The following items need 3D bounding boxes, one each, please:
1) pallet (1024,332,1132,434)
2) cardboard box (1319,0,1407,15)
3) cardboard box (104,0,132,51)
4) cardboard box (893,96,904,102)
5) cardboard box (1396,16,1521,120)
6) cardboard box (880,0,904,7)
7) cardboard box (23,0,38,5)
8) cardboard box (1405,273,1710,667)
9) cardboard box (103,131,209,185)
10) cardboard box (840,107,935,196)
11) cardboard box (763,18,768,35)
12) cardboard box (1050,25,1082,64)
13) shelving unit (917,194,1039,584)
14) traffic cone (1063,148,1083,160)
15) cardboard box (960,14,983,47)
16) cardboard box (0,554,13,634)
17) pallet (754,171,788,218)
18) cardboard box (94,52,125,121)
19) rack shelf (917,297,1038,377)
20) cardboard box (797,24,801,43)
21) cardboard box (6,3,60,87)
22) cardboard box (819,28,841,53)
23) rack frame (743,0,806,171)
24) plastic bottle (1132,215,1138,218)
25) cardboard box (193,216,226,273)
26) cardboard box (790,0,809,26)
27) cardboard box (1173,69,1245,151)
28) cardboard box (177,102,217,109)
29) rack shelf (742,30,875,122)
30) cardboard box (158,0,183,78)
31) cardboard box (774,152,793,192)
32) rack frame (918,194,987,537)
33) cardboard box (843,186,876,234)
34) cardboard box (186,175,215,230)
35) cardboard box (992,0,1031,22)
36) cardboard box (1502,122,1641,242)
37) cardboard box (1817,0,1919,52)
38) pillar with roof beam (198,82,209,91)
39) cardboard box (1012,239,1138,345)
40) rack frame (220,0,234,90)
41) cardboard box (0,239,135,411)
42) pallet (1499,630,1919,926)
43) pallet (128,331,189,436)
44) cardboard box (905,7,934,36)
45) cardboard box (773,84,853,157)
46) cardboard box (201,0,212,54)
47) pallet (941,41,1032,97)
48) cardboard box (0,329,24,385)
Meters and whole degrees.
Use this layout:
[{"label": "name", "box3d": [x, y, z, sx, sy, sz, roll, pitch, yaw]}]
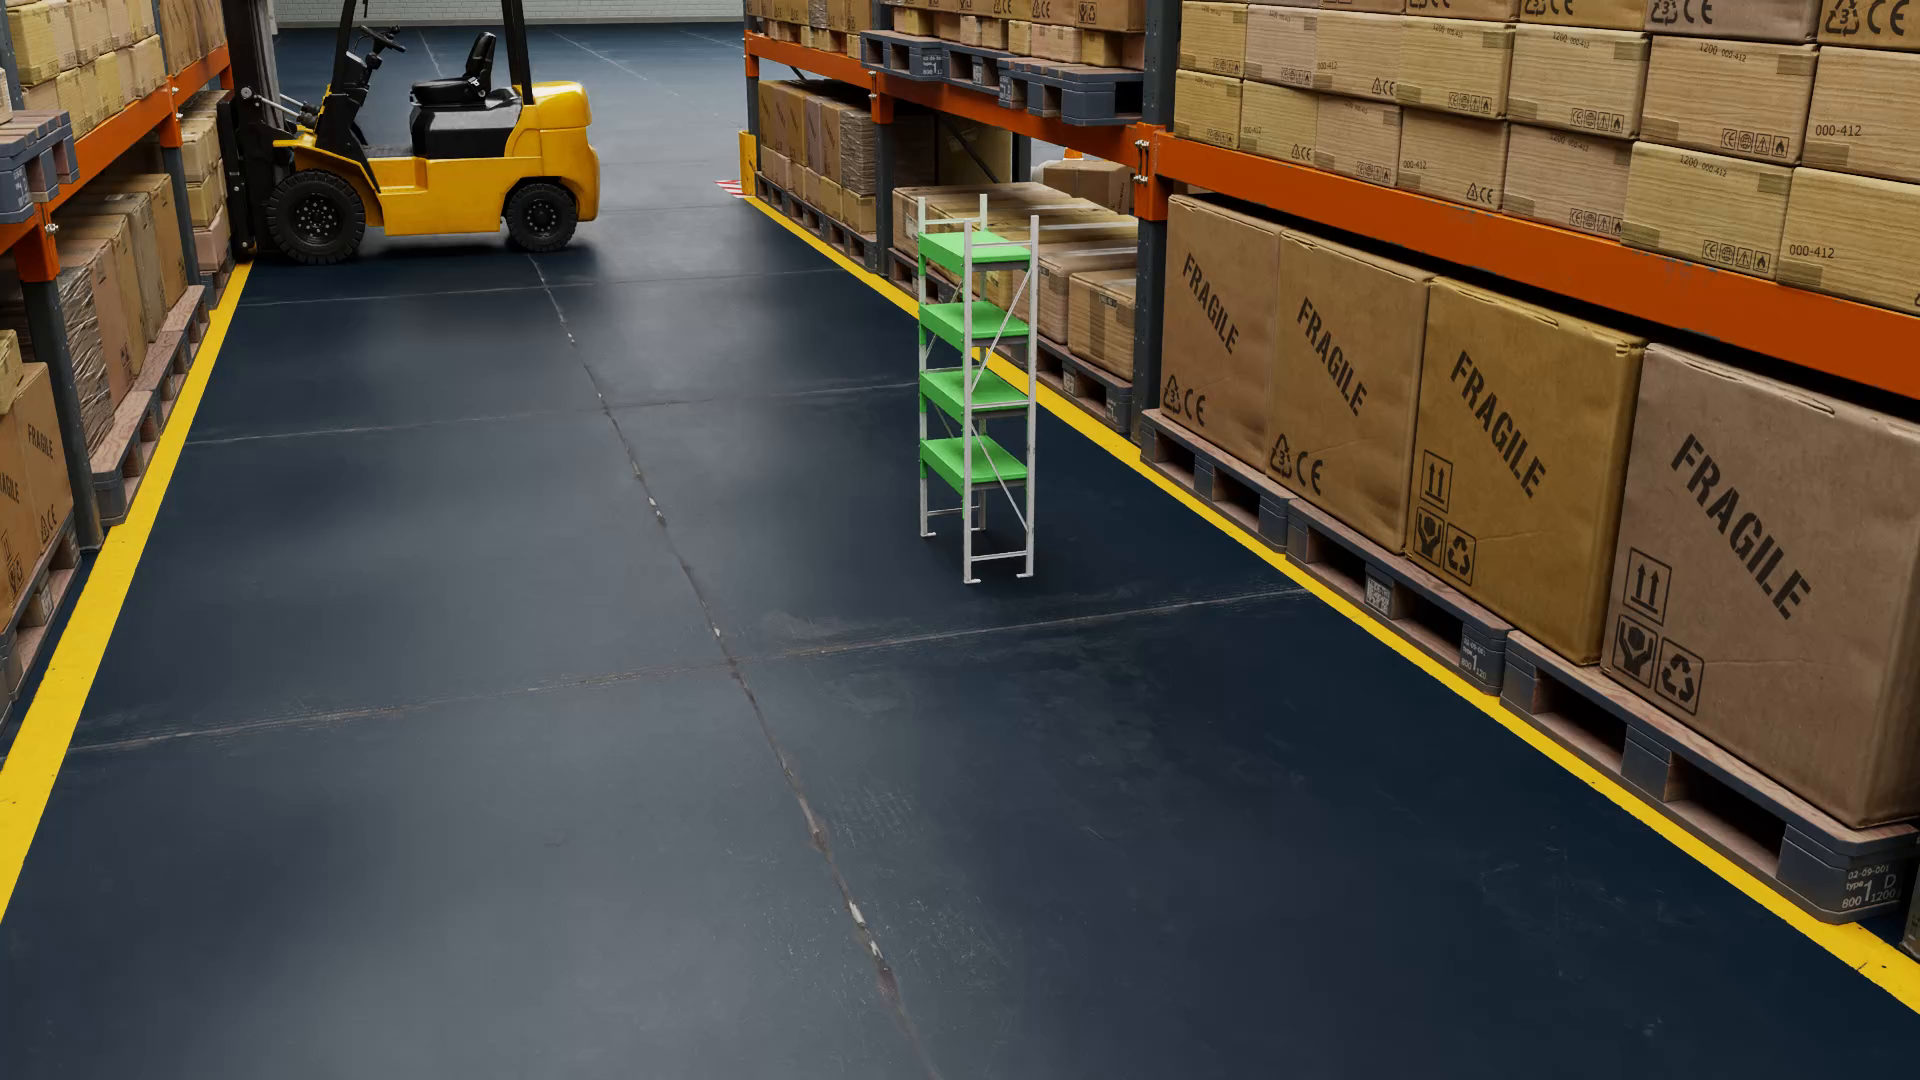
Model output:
[{"label": "pallet", "box3d": [0.973, -0.803, 7.840, 1.003, 0.211, 1.213, -6, 21, -17]}, {"label": "cardboard box", "box3d": [1.454, -1.872, 5.064, 0.500, 0.500, 0.500, -6, 21, -16]}, {"label": "cardboard box", "box3d": [-4.030, -2.325, 7.434, 0.500, 0.250, 0.500, -6, 21, -16]}, {"label": "cardboard box", "box3d": [-0.310, -2.960, 12.056, 0.500, 0.500, 0.500, -5, 20, -14]}, {"label": "cardboard box", "box3d": [1.596, -1.349, 4.717, 0.500, 0.250, 0.500, -6, 21, -16]}, {"label": "cardboard box", "box3d": [-0.165, -3.352, 9.602, 0.500, 0.500, 0.500, -6, 21, -16]}, {"label": "cardboard box", "box3d": [-3.399, -1.907, 5.682, 0.380, 0.149, 0.250, -6, 21, -16]}, {"label": "cardboard box", "box3d": [1.913, -0.258, 4.719, 0.875, 0.875, 0.875, -6, 21, -16]}, {"label": "cardboard box", "box3d": [-4.605, -2.182, 9.522, 0.500, 0.250, 0.500, -7, 21, -18]}, {"label": "cardboard box", "box3d": [-0.480, -2.566, 10.960, 0.500, 0.500, 0.500, -7, 21, -18]}, {"label": "cardboard box", "box3d": [-1.387, -4.182, 13.495, 0.380, 0.149, 0.250, -6, 21, -17]}, {"label": "cardboard box", "box3d": [0.617, -2.178, 7.294, 0.380, 0.149, 0.250, -7, 21, -18]}, {"label": "shelving unit", "box3d": [0.052, -0.512, 5.566, 0.258, 1.200, 0.503, -6, 21, -17]}, {"label": "traffic cone", "box3d": [1.010, -3.464, 14.876, 0.336, 0.463, 0.334, -6, 21, -17]}, {"label": "cardboard box", "box3d": [0.217, -2.595, 8.455, 0.380, 0.149, 0.250, -6, 20, -15]}, {"label": "cardboard box", "box3d": [-2.842, 0.085, 4.319, 0.500, 0.500, 0.500, -5, 20, -15]}, {"label": "pallet", "box3d": [-1.051, -2.830, 13.484, 1.003, 0.211, 1.213, -6, 21, -17]}, {"label": "cardboard box", "box3d": [-3.884, -1.927, 7.065, 0.500, 0.250, 0.500, -6, 21, -15]}, {"label": "rack shelf", "box3d": [0.052, -0.677, 5.506, 0.258, 0.148, 0.480, -6, 21, -17]}, {"label": "cardboard box", "box3d": [-0.998, -3.765, 12.333, 0.380, 0.149, 0.250, -6, 21, -15]}, {"label": "cardboard box", "box3d": [-3.377, -1.672, 5.615, 0.500, 0.250, 0.500, -6, 21, -17]}, {"label": "cardboard box", "box3d": [-0.752, -3.426, 11.390, 0.380, 0.149, 0.250, -7, 21, -18]}, {"label": "rack frame", "box3d": [-1.297, -4.432, 13.817, 1.000, 3.000, 0.127, -6, 21, -17]}, {"label": "plastic bottle", "box3d": [1.335, -2.378, 12.448, 0.133, 0.061, 0.283, -3, 20, -8]}, {"label": "cardboard box", "box3d": [-4.588, -1.713, 9.696, 0.500, 0.250, 0.500, -6, 21, -17]}, {"label": "cardboard box", "box3d": [-0.917, -3.946, 11.876, 0.500, 0.500, 0.500, -7, 21, -18]}, {"label": "cardboard box", "box3d": [1.133, -1.610, 6.183, 0.500, 0.250, 0.500, -7, 21, -18]}, {"label": "cardboard box", "box3d": [-5.233, -2.838, 11.349, 0.500, 0.250, 0.500, -6, 21, -17]}, {"label": "rack shelf", "box3d": [-0.668, -3.451, 12.152, 1.077, 0.370, 4.000, -6, 21, -17]}, {"label": "cardboard box", "box3d": [-4.642, -2.837, 9.229, 0.500, 0.500, 0.500, -7, 21, -19]}, {"label": "cardboard box", "box3d": [-1.153, -2.882, 12.950, 0.500, 0.250, 0.500, -6, 21, -15]}, {"label": "rack frame", "box3d": [-0.025, -0.590, 5.784, 0.240, 1.200, 0.015, -6, 21, -17]}, {"label": "cardboard box", "box3d": [-0.481, -2.213, 11.086, 0.500, 0.250, 0.500, -5, 20, -15]}, {"label": "cardboard box", "box3d": [-4.610, -1.946, 9.605, 0.500, 0.250, 0.500, -6, 21, -17]}, {"label": "cardboard box", "box3d": [0.478, -2.692, 7.765, 0.500, 0.500, 0.500, -8, 21, -21]}, {"label": "cardboard box", "box3d": [1.795, -0.955, 4.359, 0.500, 0.250, 0.500, -7, 21, -19]}, {"label": "cardboard box", "box3d": [2.096, -1.215, 3.235, 0.500, 0.500, 0.500, -6, 21, -15]}, {"label": "pillar with roof beam", "box3d": [-6.330, -10.716, 22.438, 9.100, 9.000, 0.400, -6, 21, -17]}, {"label": "cardboard box", "box3d": [0.810, -1.244, 8.208, 0.950, 0.372, 0.625, -7, 21, -18]}, {"label": "rack frame", "box3d": [-6.008, -3.903, 12.346, 1.000, 3.000, 0.127, -6, 21, -17]}, {"label": "cardboard box", "box3d": [-3.889, -0.826, 6.671, 0.875, 0.625, 0.625, -6, 21, -15]}, {"label": "pallet", "box3d": [2.161, 0.492, 4.235, 1.003, 0.211, 1.213, -6, 21, -17]}, {"label": "pallet", "box3d": [-4.095, -0.683, 7.505, 1.003, 0.211, 1.213, -6, 21, -17]}, {"label": "cardboard box", "box3d": [-0.096, -2.935, 9.402, 0.380, 0.149, 0.250, -6, 21, -16]}, {"label": "cardboard box", "box3d": [-1.129, -3.225, 12.795, 0.500, 0.500, 0.500, -7, 21, -19]}, {"label": "cardboard box", "box3d": [-5.288, -3.488, 11.043, 0.500, 0.500, 0.500, -7, 21, -18]}, {"label": "pallet", "box3d": [0.557, -2.405, 8.459, 1.003, 0.211, 1.213, -6, 21, -17]}, {"label": "cardboard box", "box3d": [-3.098, -0.531, 5.074, 0.380, 0.149, 0.250, -7, 21, -20]}]
